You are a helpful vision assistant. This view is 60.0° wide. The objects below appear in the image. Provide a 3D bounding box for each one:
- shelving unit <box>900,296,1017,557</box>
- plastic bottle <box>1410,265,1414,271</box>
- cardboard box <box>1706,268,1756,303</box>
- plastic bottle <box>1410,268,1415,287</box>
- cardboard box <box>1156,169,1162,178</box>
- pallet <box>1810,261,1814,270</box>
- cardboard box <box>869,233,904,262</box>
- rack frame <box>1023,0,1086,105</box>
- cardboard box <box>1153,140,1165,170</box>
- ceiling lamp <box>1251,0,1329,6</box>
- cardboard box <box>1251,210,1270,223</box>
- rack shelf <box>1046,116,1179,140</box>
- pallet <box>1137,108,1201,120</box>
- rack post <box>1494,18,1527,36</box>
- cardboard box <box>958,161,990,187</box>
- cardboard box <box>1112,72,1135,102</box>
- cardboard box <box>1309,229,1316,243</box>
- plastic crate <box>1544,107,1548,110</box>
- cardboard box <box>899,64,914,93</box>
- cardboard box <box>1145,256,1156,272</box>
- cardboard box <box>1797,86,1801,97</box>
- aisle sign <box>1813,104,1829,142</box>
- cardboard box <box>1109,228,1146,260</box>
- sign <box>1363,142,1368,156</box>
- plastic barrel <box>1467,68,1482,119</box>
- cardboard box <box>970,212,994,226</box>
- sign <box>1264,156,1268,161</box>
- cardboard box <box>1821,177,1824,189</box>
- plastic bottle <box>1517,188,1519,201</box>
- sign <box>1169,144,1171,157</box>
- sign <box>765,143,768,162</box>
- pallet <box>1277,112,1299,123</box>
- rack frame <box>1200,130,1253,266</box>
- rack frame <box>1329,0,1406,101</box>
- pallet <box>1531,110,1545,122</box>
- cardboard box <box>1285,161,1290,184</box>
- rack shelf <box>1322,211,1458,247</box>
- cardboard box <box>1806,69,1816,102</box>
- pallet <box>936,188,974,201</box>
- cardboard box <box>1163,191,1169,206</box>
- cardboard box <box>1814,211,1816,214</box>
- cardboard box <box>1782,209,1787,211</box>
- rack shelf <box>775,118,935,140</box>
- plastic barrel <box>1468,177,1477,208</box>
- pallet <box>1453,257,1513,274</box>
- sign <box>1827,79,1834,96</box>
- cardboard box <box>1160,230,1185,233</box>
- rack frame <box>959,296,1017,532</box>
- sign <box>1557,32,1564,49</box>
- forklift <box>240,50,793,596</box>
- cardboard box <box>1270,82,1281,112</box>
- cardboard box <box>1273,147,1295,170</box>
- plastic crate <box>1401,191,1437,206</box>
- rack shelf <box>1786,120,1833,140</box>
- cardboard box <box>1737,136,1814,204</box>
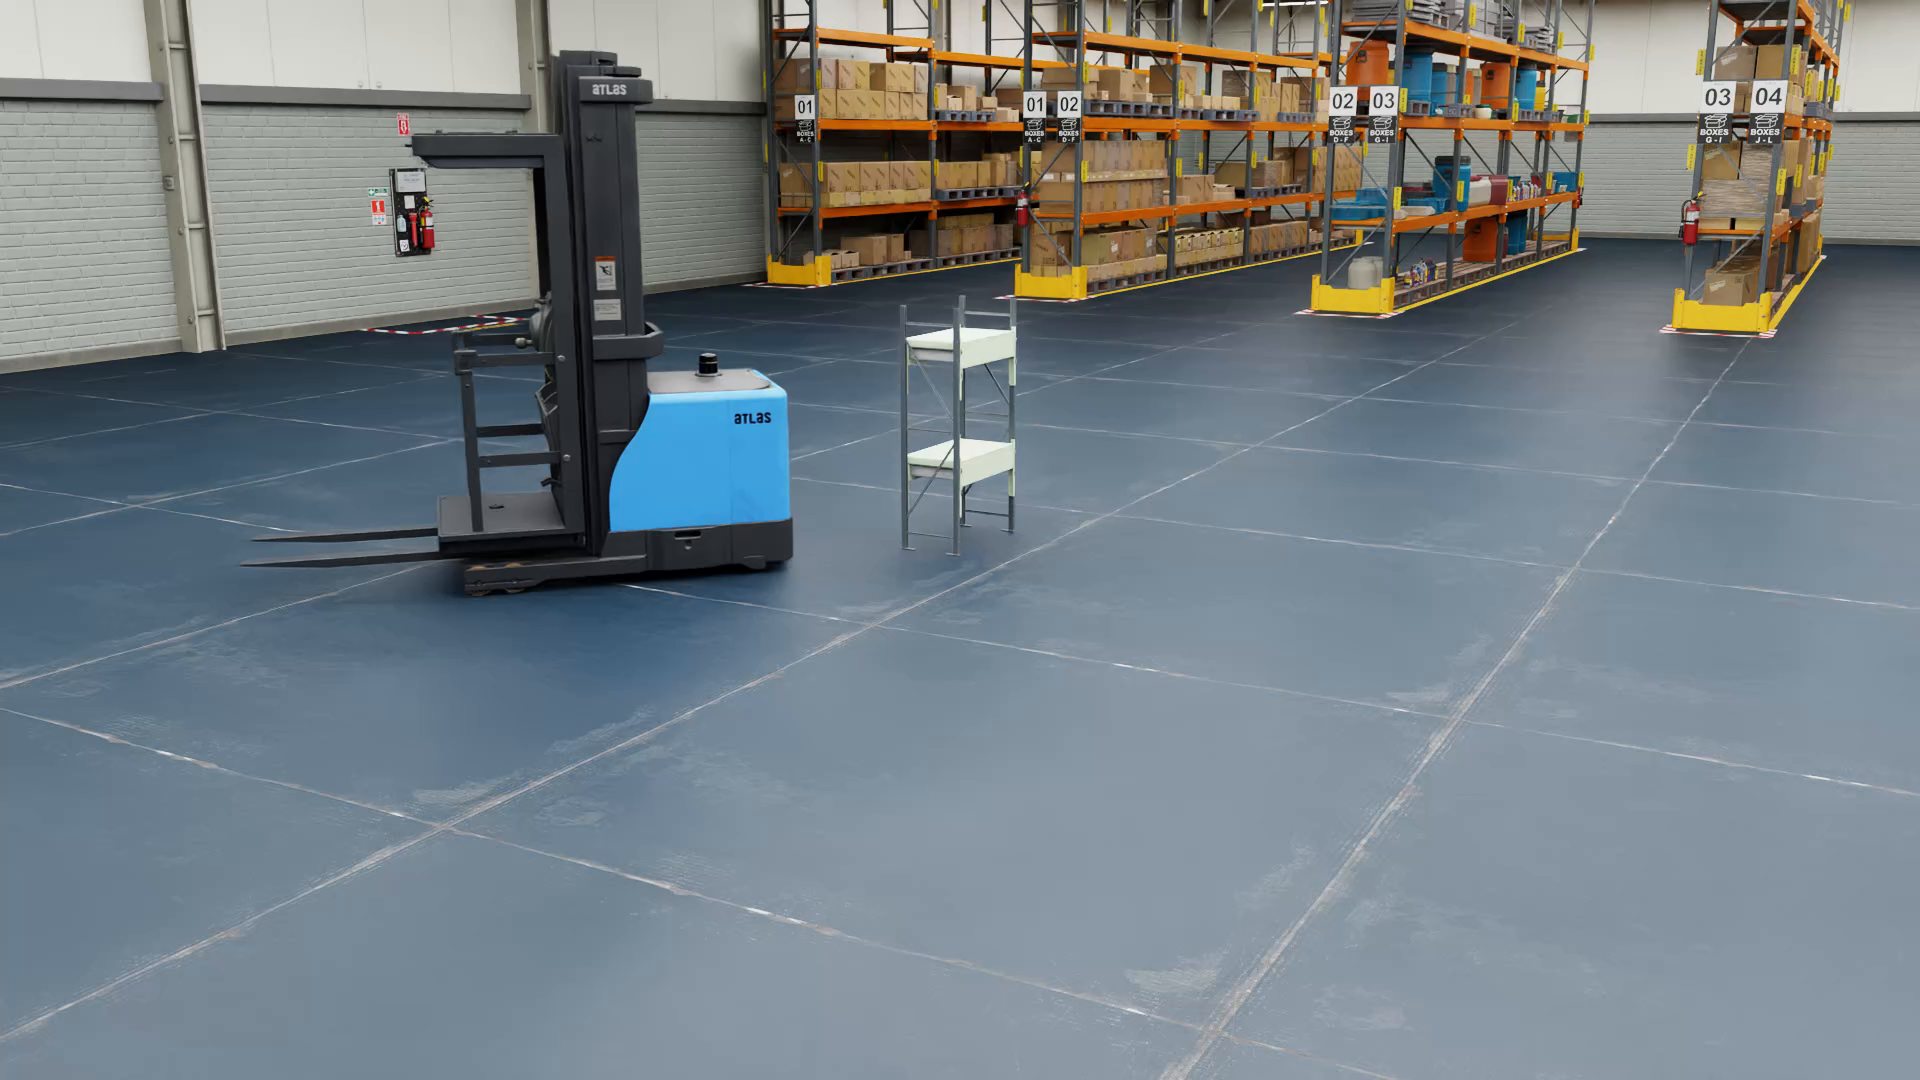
[{"bbox_3d":[-0.003,-0.728,10.352,0.431,1.500,0.755,7,15,28],"label":"shelving unit"},{"bbox_3d":[7.255,-4.259,26.655,0.061,0.283,0.133,7,15,28],"label":"plastic bottle"},{"bbox_3d":[10.716,-3.516,23.157,0.500,0.500,0.500,13,19,43],"label":"cardboard box"},{"bbox_3d":[7.079,-4.110,26.040,0.061,0.283,0.133,8,16,29],"label":"plastic bottle"},{"bbox_3d":[3.339,-6.452,29.298,0.380,0.149,0.250,7,15,27],"label":"cardboard box"},{"bbox_3d":[16.377,-5.528,33.014,1.003,0.211,1.213,7,15,28],"label":"pallet"},{"bbox_3d":[-1.401,-5.560,31.592,0.500,0.500,0.500,6,15,24],"label":"cardboard box"},{"bbox_3d":[1.470,-8.314,25.820,1.000,3.000,0.127,7,15,28],"label":"rack frame"},{"bbox_3d":[3.195,-6.806,29.383,0.700,0.500,0.500,7,15,28],"label":"cardboard box"},{"bbox_3d":[8.375,-15.260,42.174,2.000,3.185,0.800,7,15,28],"label":"ceiling lamp"},{"bbox_3d":[6.341,-6.946,35.741,0.500,0.250,0.500,7,15,28],"label":"cardboard box"},{"bbox_3d":[2.437,-6.917,27.958,1.077,0.370,4.000,7,15,28],"label":"rack shelf"},{"bbox_3d":[3.819,-7.766,30.355,0.805,0.209,1.217,7,15,26],"label":"pallet"},{"bbox_3d":[9.986,-9.510,30.942,0.954,0.300,0.937,7,15,28],"label":"rack post"},{"bbox_3d":[0.198,-7.506,34.118,0.700,0.500,0.500,7,15,28],"label":"cardboard box"},{"bbox_3d":[2.497,-7.676,28.156,0.797,0.503,0.637,9,16,34],"label":"cardboard box"},{"bbox_3d":[7.664,-6.828,37.255,0.500,0.311,0.500,7,15,28],"label":"cardboard box"},{"bbox_3d":[12.560,-9.264,36.293,0.504,0.338,0.767,7,15,28],"label":"plastic crate"},{"bbox_3d":[-1.196,-8.534,30.742,0.500,0.500,0.500,8,16,31],"label":"cardboard box"},{"bbox_3d":[3.121,-4.865,29.282,0.500,0.250,0.500,7,15,28],"label":"cardboard box"},{"bbox_3d":[11.804,-6.410,23.790,0.380,0.149,0.250,7,15,26],"label":"cardboard box"},{"bbox_3d":[18.172,-8.802,35.096,0.394,0.787,0.004,7,15,28],"label":"aisle sign"},{"bbox_3d":[2.881,-5.126,28.768,0.500,0.500,0.500,7,15,28],"label":"cardboard box"},{"bbox_3d":[9.681,-9.330,39.689,0.100,0.325,0.005,7,15,28],"label":"sign"},{"bbox_3d":[9.085,-8.035,29.993,0.600,0.901,0.600,0,14,0],"label":"plastic barrel"},{"bbox_3d":[0.367,-6.699,34.717,0.500,0.250,0.500,8,16,29],"label":"cardboard box"},{"bbox_3d":[6.793,-8.341,36.882,0.100,0.325,0.005,7,15,28],"label":"sign"},{"bbox_3d":[17.627,-7.396,34.495,0.500,0.250,0.500,7,15,27],"label":"cardboard box"},{"bbox_3d":[10.802,-6.724,32.300,0.097,0.271,0.097,0,14,0],"label":"plastic bottle"},{"bbox_3d":[5.335,-9.855,42.034,0.100,0.325,0.005,7,15,28],"label":"sign"},{"bbox_3d":[-3.344,-6.742,28.953,0.100,0.325,0.005,7,15,28],"label":"sign"},{"bbox_3d":[6.396,-8.888,35.000,1.213,0.211,1.003,7,15,28],"label":"pallet"},{"bbox_3d":[5.338,-7.039,33.331,1.000,3.000,0.127,7,15,28],"label":"rack frame"},{"bbox_3d":[5.805,-7.752,23.489,1.000,3.000,0.127,7,15,28],"label":"rack frame"},{"bbox_3d":[10.766,-8.259,32.395,1.003,0.211,1.213,7,15,28],"label":"pallet"},{"bbox_3d":[6.846,-8.041,36.376,0.700,0.500,0.500,2,14,9],"label":"cardboard box"},{"bbox_3d":[6.771,-4.896,25.979,1.077,0.370,4.000,7,15,28],"label":"rack shelf"},{"bbox_3d":[13.505,-7.333,26.872,0.500,0.500,0.500,8,16,29],"label":"cardboard box"},{"bbox_3d":[-0.437,-6.826,32.857,1.003,0.211,1.213,7,15,28],"label":"pallet"},{"bbox_3d":[3.604,-6.252,30.384,0.500,0.250,0.500,9,16,32],"label":"cardboard box"},{"bbox_3d":[16.330,-6.034,32.801,0.875,0.875,0.875,7,15,28],"label":"cardboard box"},{"bbox_3d":[12.098,-4.846,24.769,0.380,0.149,0.250,7,15,28],"label":"cardboard box"},{"bbox_3d":[-1.901,-7.477,30.283,1.077,0.370,4.000,7,15,28],"label":"rack shelf"},{"bbox_3d":[8.747,-6.045,28.916,0.433,0.535,0.433,0,14,0],"label":"plastic barrel"},{"bbox_3d":[10.017,-5.288,32.018,1.003,0.211,1.213,7,15,28],"label":"pallet"},{"bbox_3d":[16.421,-8.540,31.381,0.100,0.325,0.005,7,15,28],"label":"sign"},{"bbox_3d":[4.084,-5.786,31.909,0.500,0.311,0.500,7,15,27],"label":"cardboard box"},{"bbox_3d":[0.174,-0.803,10.664,0.400,1.500,0.023,7,15,28],"label":"rack frame"},{"bbox_3d":[12.086,-10.050,33.466,0.100,0.325,0.005,7,15,28],"label":"sign"},{"bbox_3d":[-2.560,-1.252,9.475,3.031,2.935,1.130,-4,14,-17],"label":"forklift"},{"bbox_3d":[6.321,-9.250,34.781,0.600,0.600,0.600,7,15,26],"label":"cardboard box"},{"bbox_3d":[7.289,-8.528,37.159,0.500,0.500,0.500,7,15,28],"label":"cardboard box"},{"bbox_3d":[7.374,-5.533,27.218,0.767,0.338,0.504,7,15,28],"label":"plastic crate"},{"bbox_3d":[16.908,-8.256,33.511,1.077,0.370,4.000,7,15,28],"label":"rack shelf"},{"bbox_3d":[12.581,-5.738,25.759,1.000,1.000,1.000,7,15,28],"label":"cardboard box"}]
